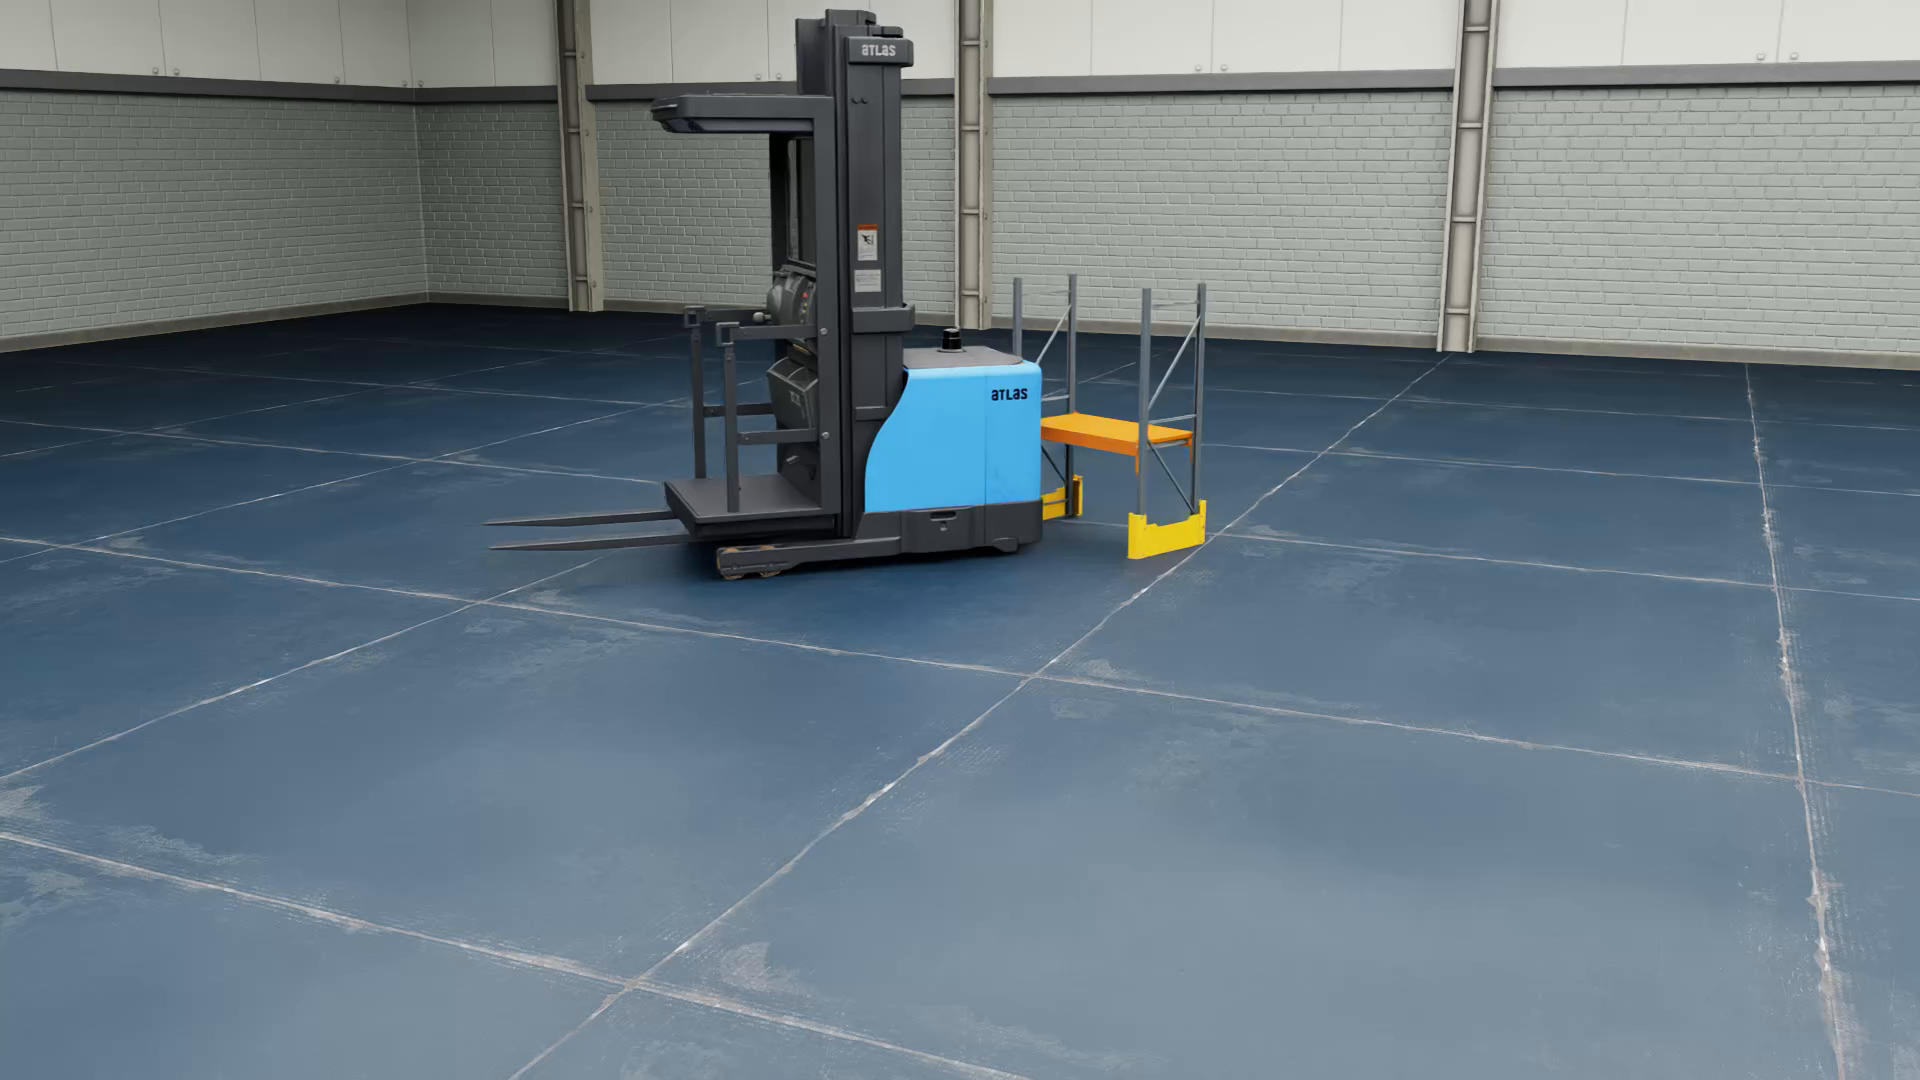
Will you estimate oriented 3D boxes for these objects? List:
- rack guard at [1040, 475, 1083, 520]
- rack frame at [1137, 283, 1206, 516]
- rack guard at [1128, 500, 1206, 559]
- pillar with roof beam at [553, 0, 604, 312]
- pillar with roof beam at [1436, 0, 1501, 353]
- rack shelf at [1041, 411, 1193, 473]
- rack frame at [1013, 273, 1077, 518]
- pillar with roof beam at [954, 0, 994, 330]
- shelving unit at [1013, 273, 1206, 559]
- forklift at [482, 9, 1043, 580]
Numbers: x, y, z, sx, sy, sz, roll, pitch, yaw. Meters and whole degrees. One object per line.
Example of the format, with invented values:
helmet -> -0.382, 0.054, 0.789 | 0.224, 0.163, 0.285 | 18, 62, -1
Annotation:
rack guard -> 0.523, -0.234, 10.205 | 0.587, 0.250, 0.087 | -11, 17, -40
rack frame -> 1.184, -0.672, 9.336 | 0.500, 1.500, 0.032 | -11, 17, -40
rack guard -> 1.183, -0.064, 9.479 | 0.587, 0.250, 0.087 | -11, 17, -40
pillar with roof beam -> -7.058, -6.752, 18.832 | 0.400, 9.000, 9.100 | 6, 14, 23
pillar with roof beam -> 3.913, -5.642, 14.100 | 0.400, 9.000, 9.100 | 6, 14, 23
rack shelf -> 0.847, -0.584, 9.747 | 0.538, 0.185, 1.000 | -11, 17, -40
rack frame -> 0.510, -0.846, 10.077 | 0.500, 1.500, 0.032 | -11, 17, -40
pillar with roof beam -> -1.573, -6.197, 16.466 | 0.400, 9.000, 9.100 | 6, 14, 23
shelving unit -> 0.853, -0.757, 9.700 | 0.587, 1.500, 1.083 | -11, 17, -40
forklift -> -1.106, -1.350, 9.093 | 3.031, 2.935, 1.130 | -4, 14, -18
